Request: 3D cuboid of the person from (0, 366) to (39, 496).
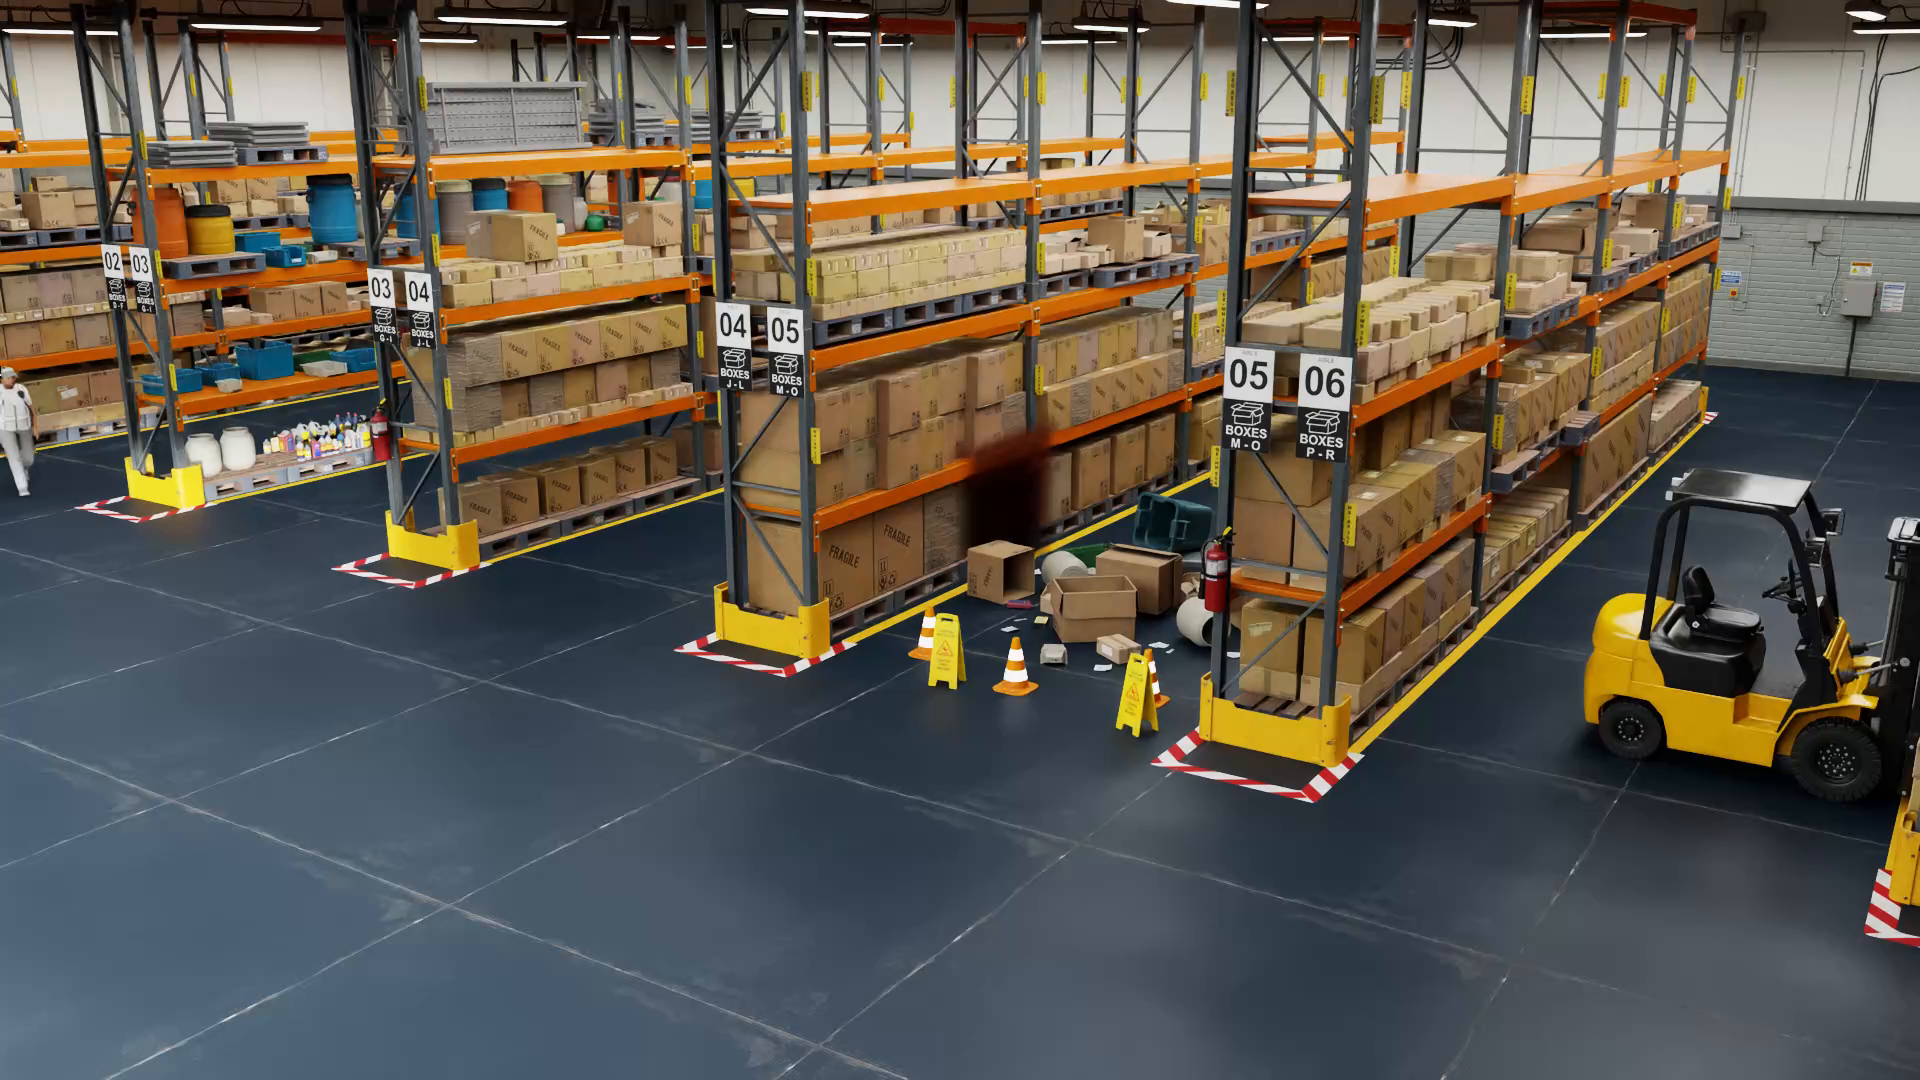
[{"bbox_3d":[-12.105,-1.427,21.284,0.506,1.621,0.908,-13,20,-39],"label":"person"}]
